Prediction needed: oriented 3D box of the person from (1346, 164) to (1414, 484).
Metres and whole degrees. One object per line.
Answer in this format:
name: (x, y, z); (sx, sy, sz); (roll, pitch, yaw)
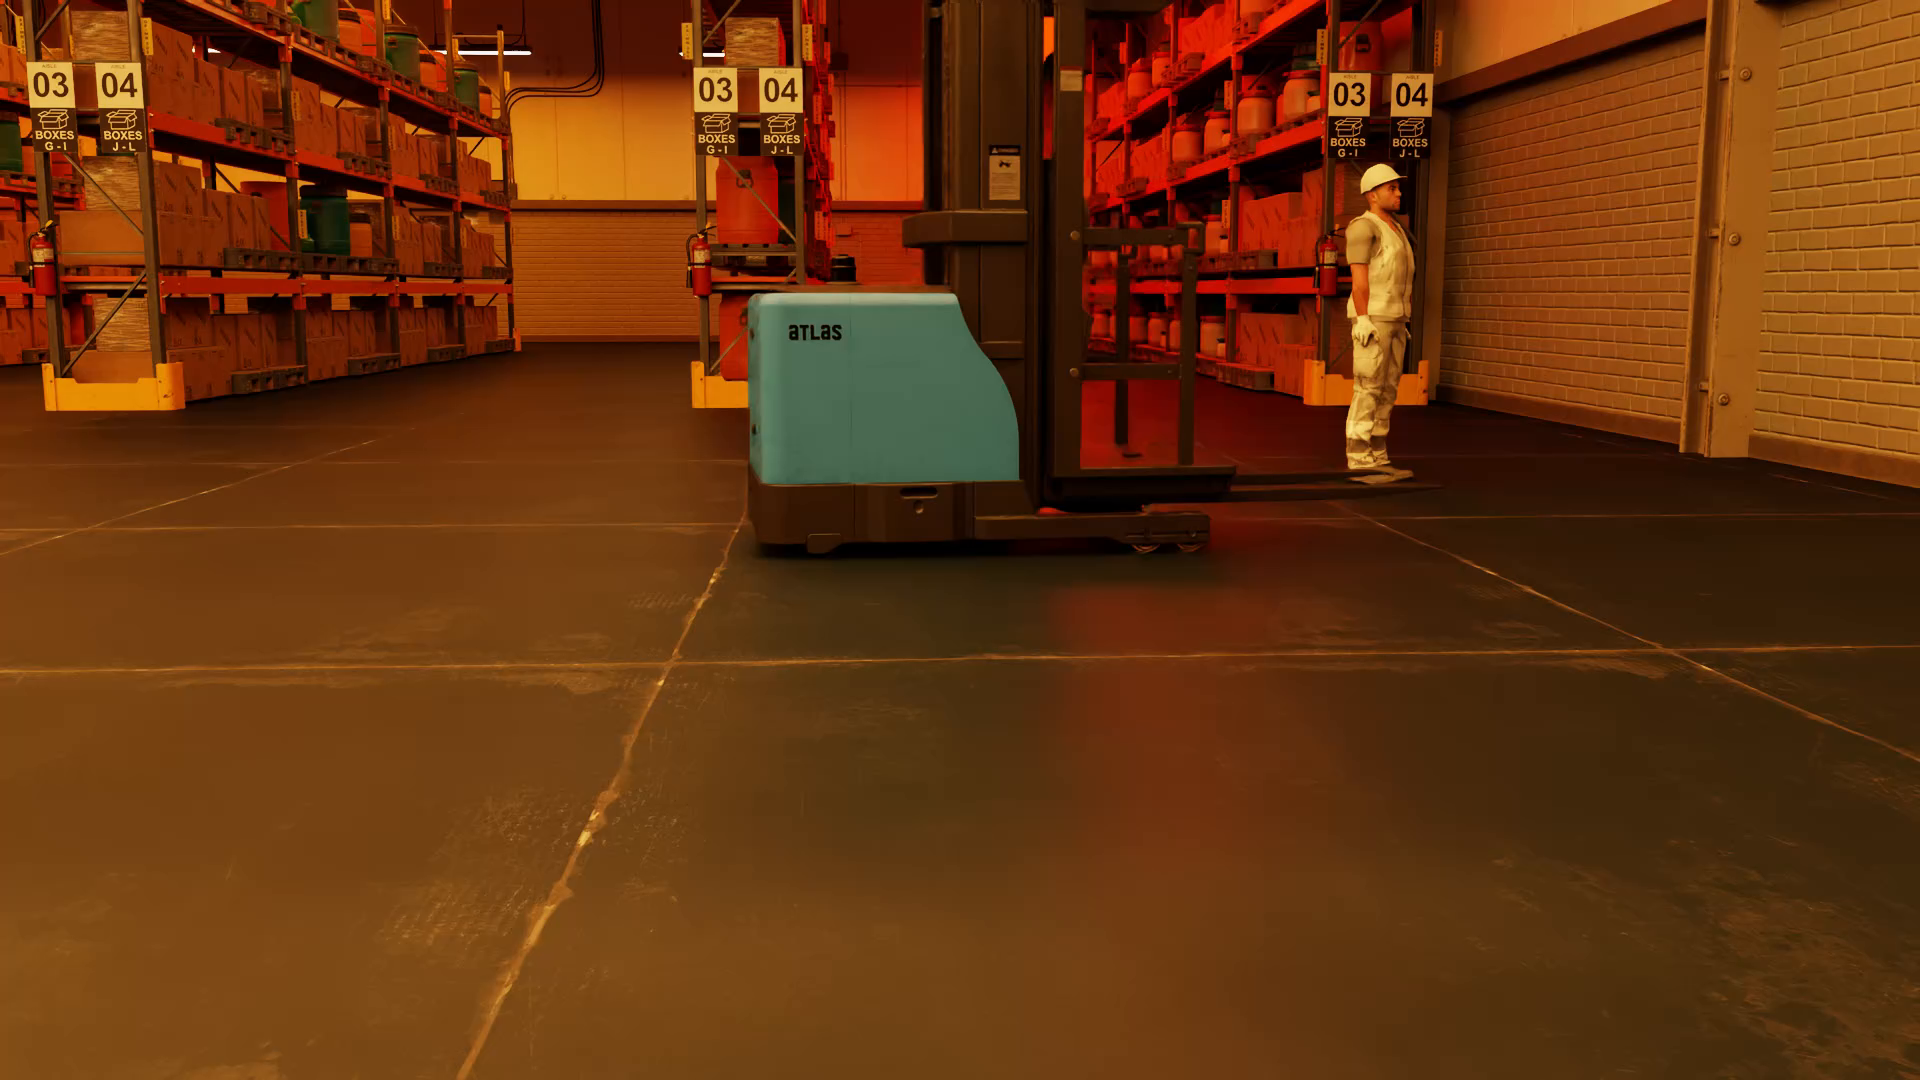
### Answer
person: (2.409, -1.224, 9.466); (0.374, 1.794, 0.535); (6, 10, 36)

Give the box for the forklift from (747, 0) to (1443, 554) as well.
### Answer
forklift: (0.597, -1.473, 7.254); (3.031, 2.935, 1.130); (-2, 9, -10)
